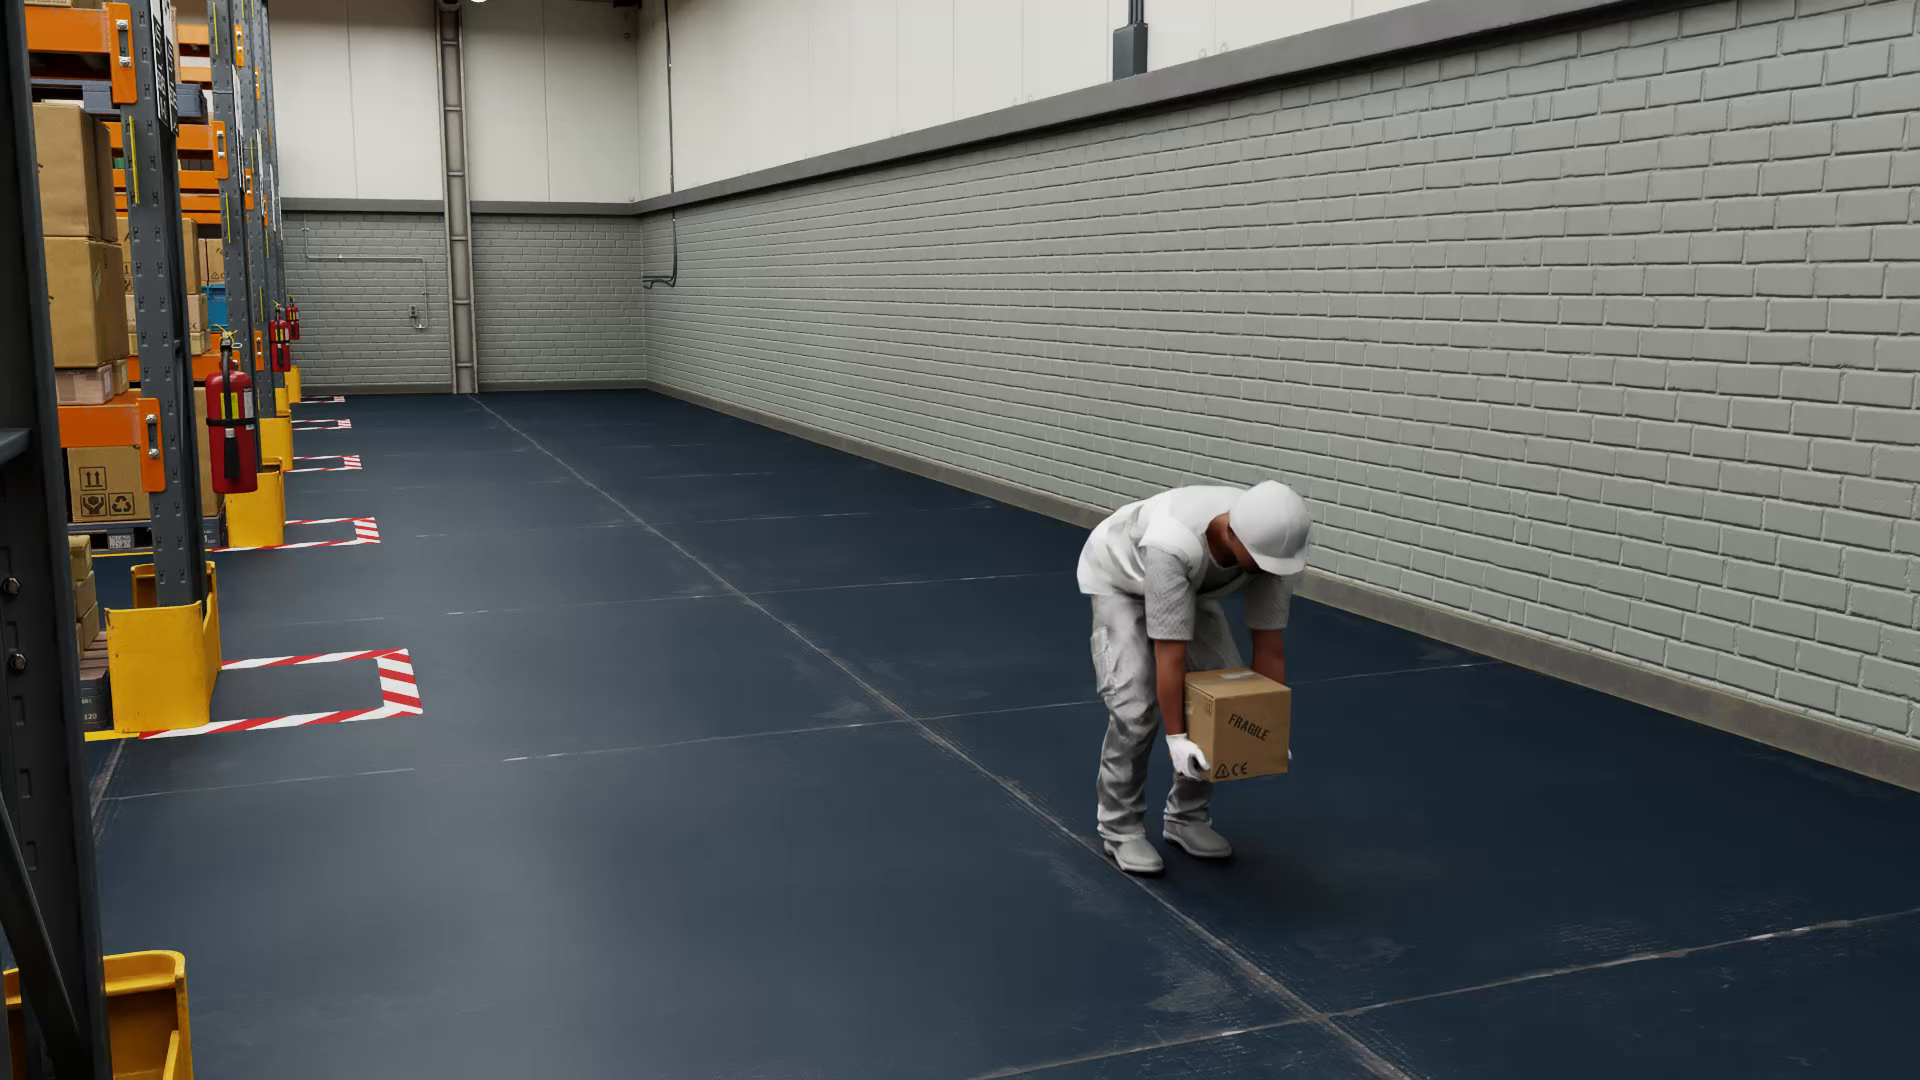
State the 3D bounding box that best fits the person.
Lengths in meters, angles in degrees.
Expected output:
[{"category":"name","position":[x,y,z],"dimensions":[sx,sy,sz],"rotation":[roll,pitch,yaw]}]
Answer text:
[{"category":"person","position":[0.710,0.215,4.943],"dimensions":[0.504,0.864,0.953],"rotation":[-4,10,-23]}]
